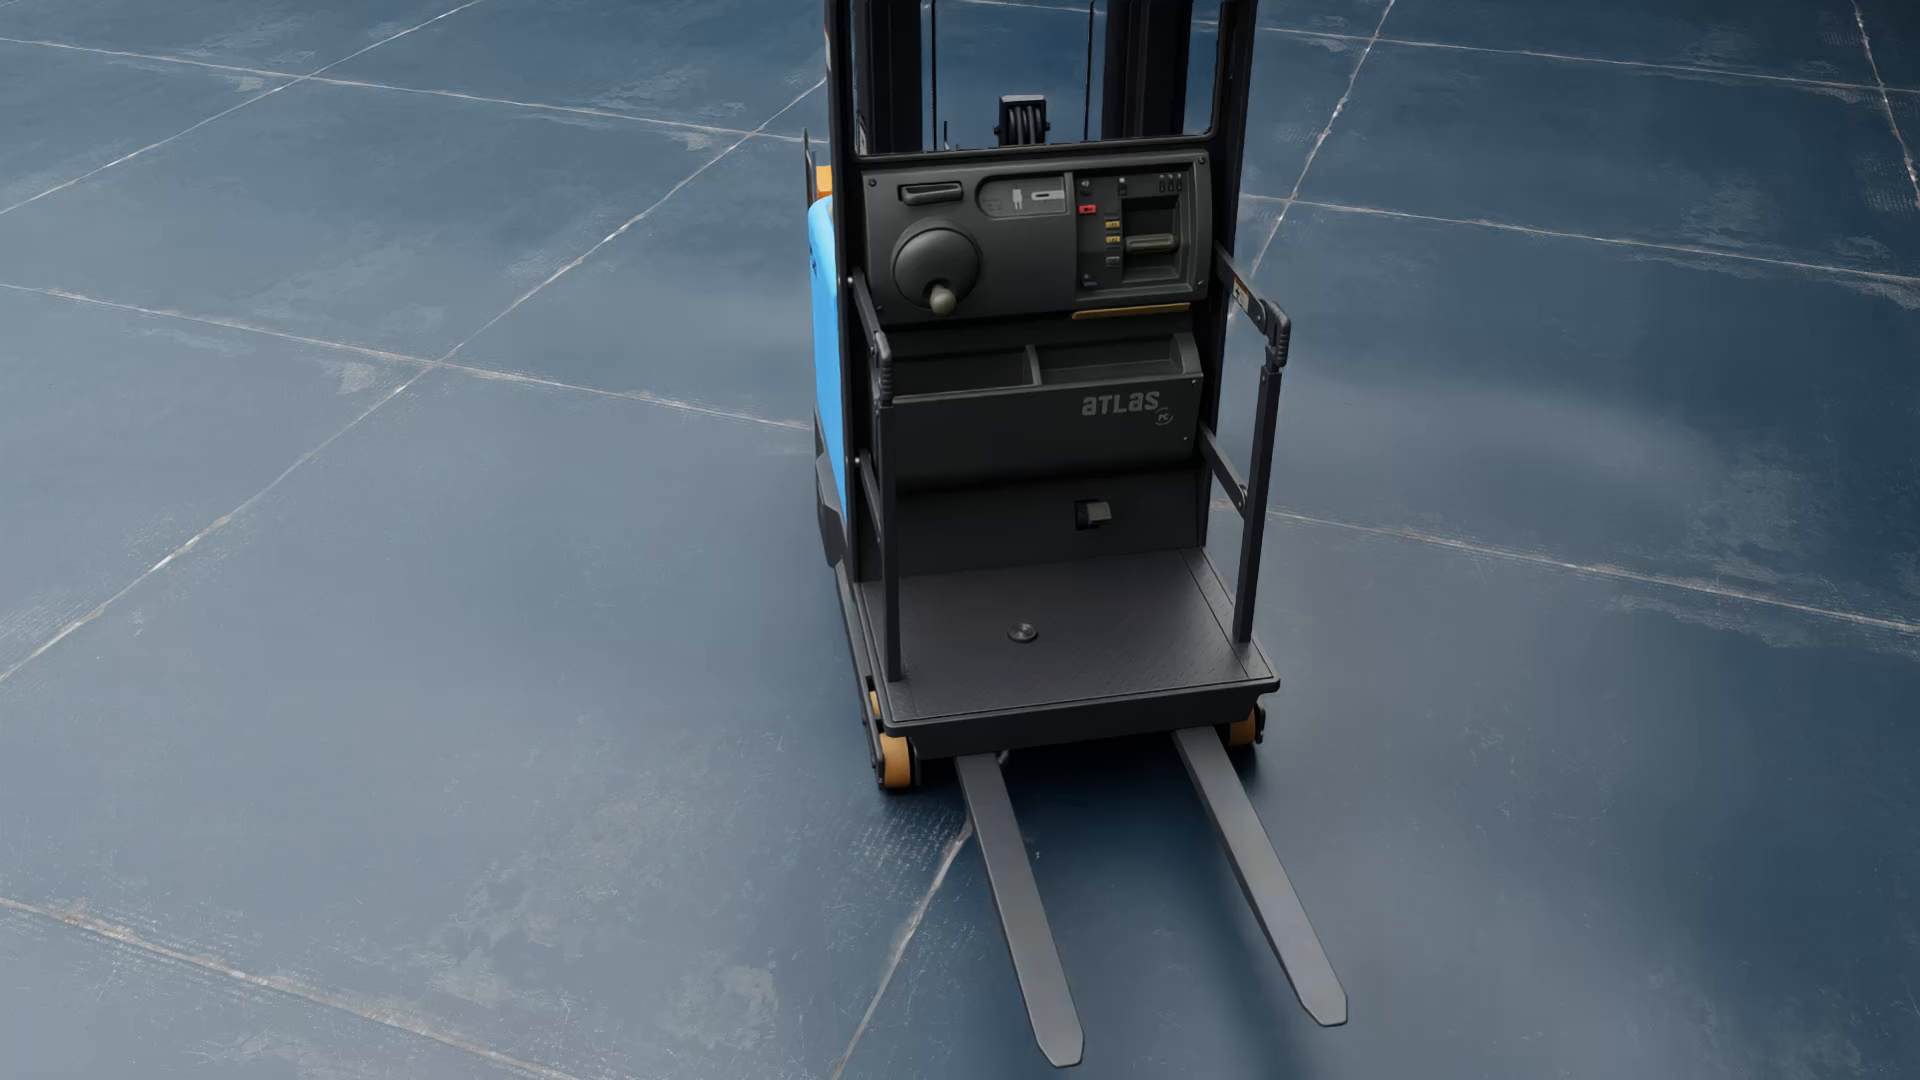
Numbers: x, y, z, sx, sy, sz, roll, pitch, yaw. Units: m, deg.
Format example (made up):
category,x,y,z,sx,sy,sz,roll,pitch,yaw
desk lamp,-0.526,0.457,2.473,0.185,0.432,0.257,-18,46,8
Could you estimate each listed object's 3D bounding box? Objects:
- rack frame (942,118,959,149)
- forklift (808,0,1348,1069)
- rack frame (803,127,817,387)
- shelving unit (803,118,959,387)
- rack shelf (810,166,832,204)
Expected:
category,x,y,z,sx,sy,sz,roll,pitch,yaw
rack frame,-0.034,-0.909,6.052,0.015,1.200,0.240,-6,33,-9
forklift,0.254,-0.749,4.208,1.130,2.935,3.031,-6,33,-9
rack frame,-0.513,-0.858,5.973,0.015,1.200,0.240,-6,33,-9
shelving unit,-0.273,-0.884,6.012,0.503,1.200,0.258,-6,33,-9
rack shelf,-0.273,-1.214,5.799,0.480,0.148,0.258,-6,33,-9
